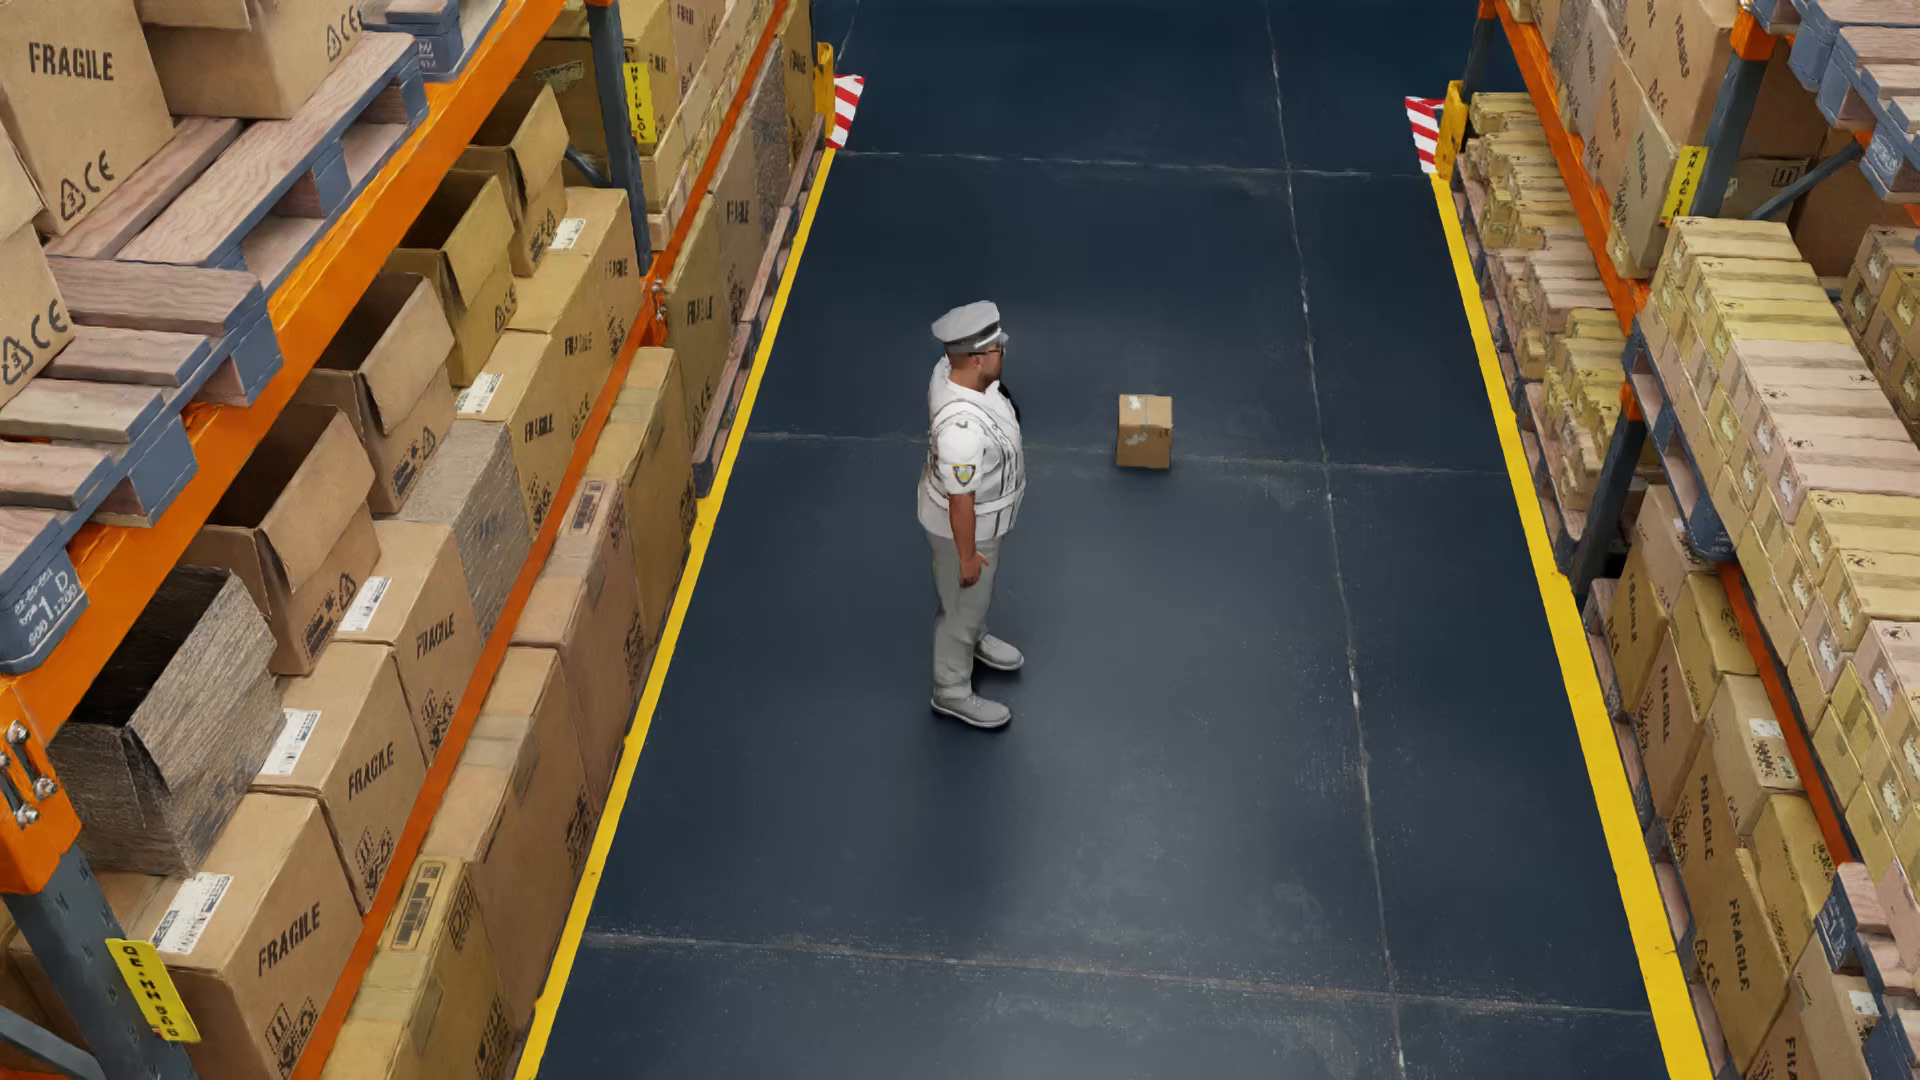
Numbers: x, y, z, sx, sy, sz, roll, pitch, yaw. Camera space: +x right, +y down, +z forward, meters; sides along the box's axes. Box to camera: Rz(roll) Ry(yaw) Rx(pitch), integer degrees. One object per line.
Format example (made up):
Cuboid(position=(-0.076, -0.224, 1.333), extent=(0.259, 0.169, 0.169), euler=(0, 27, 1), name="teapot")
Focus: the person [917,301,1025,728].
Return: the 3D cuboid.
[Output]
Cuboid(position=(0.048, -0.104, 6.234), extent=(0.419, 1.770, 0.577), euler=(1, 40, 1), name="person")
